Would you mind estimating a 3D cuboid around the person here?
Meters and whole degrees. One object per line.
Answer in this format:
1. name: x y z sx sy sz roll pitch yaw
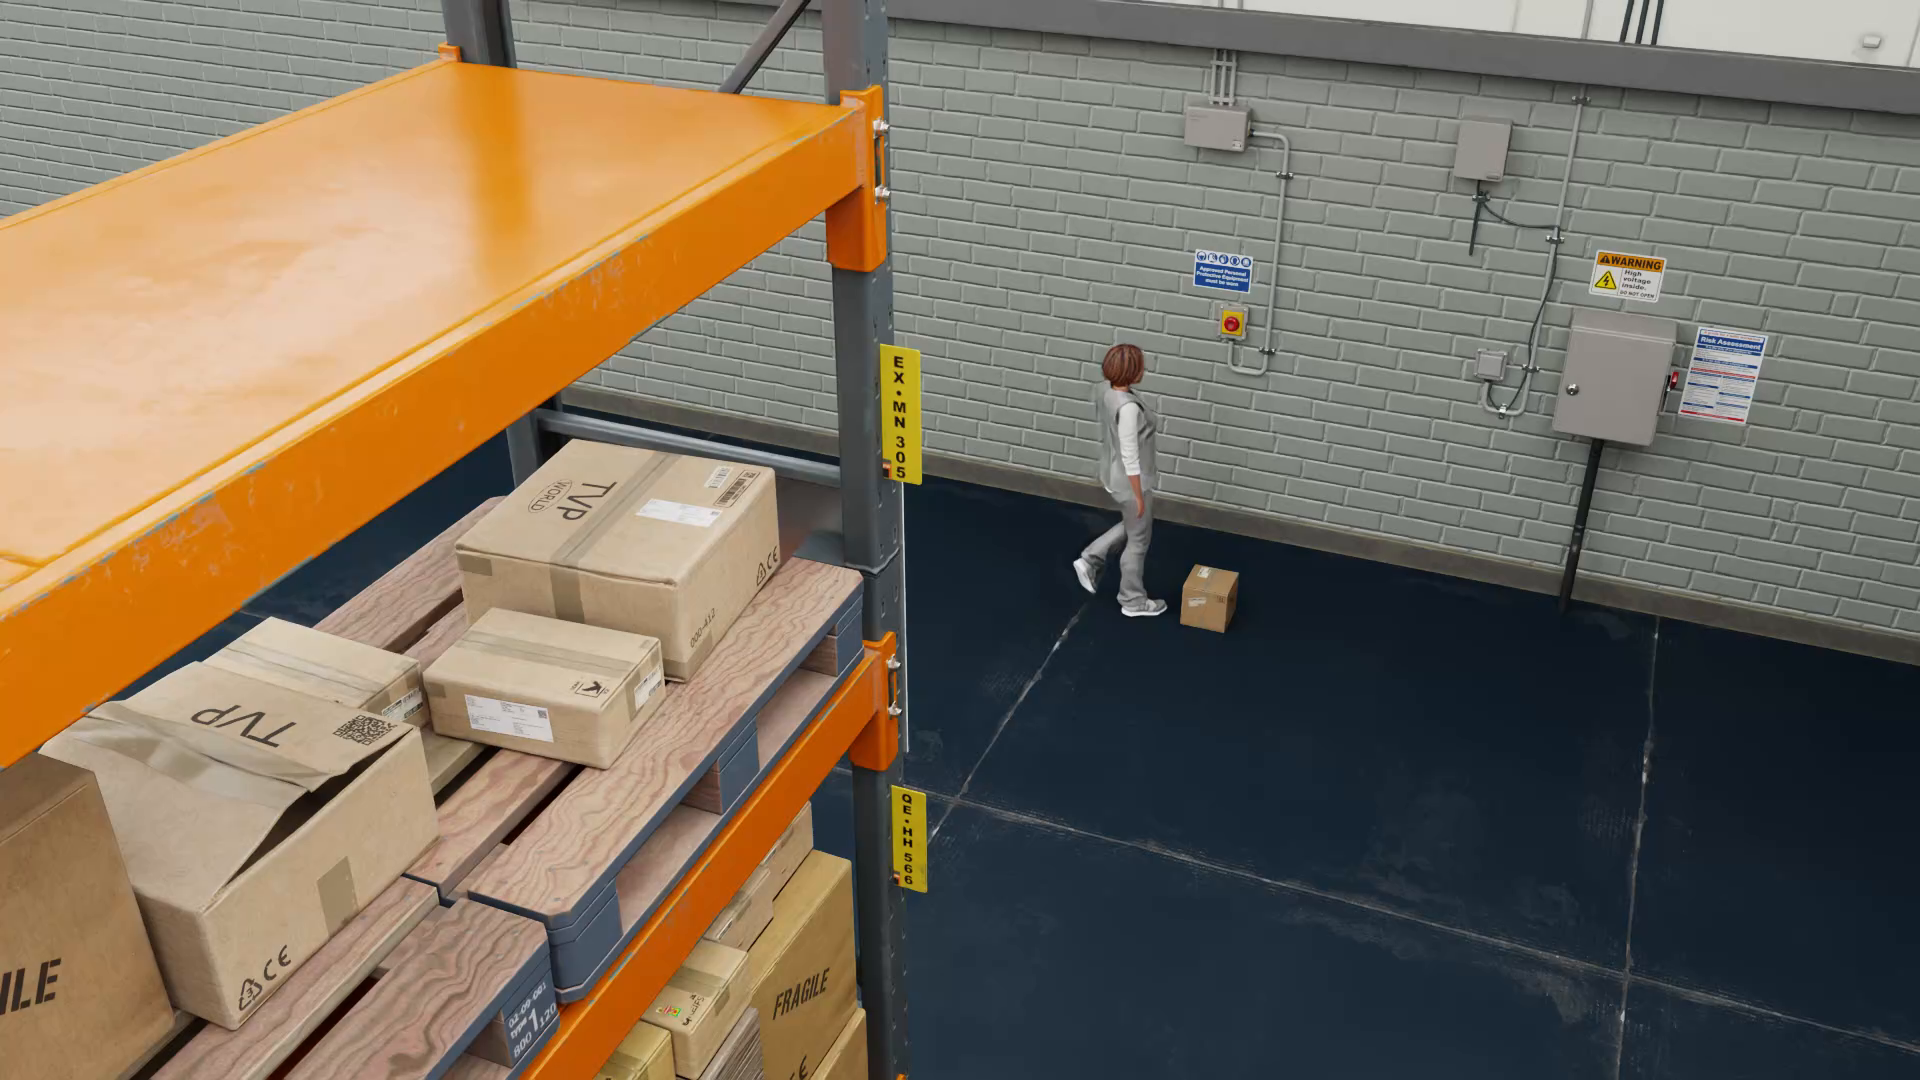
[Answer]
1. person: 0.890 -0.309 8.916 0.518 1.600 0.437 -7 31 -11
